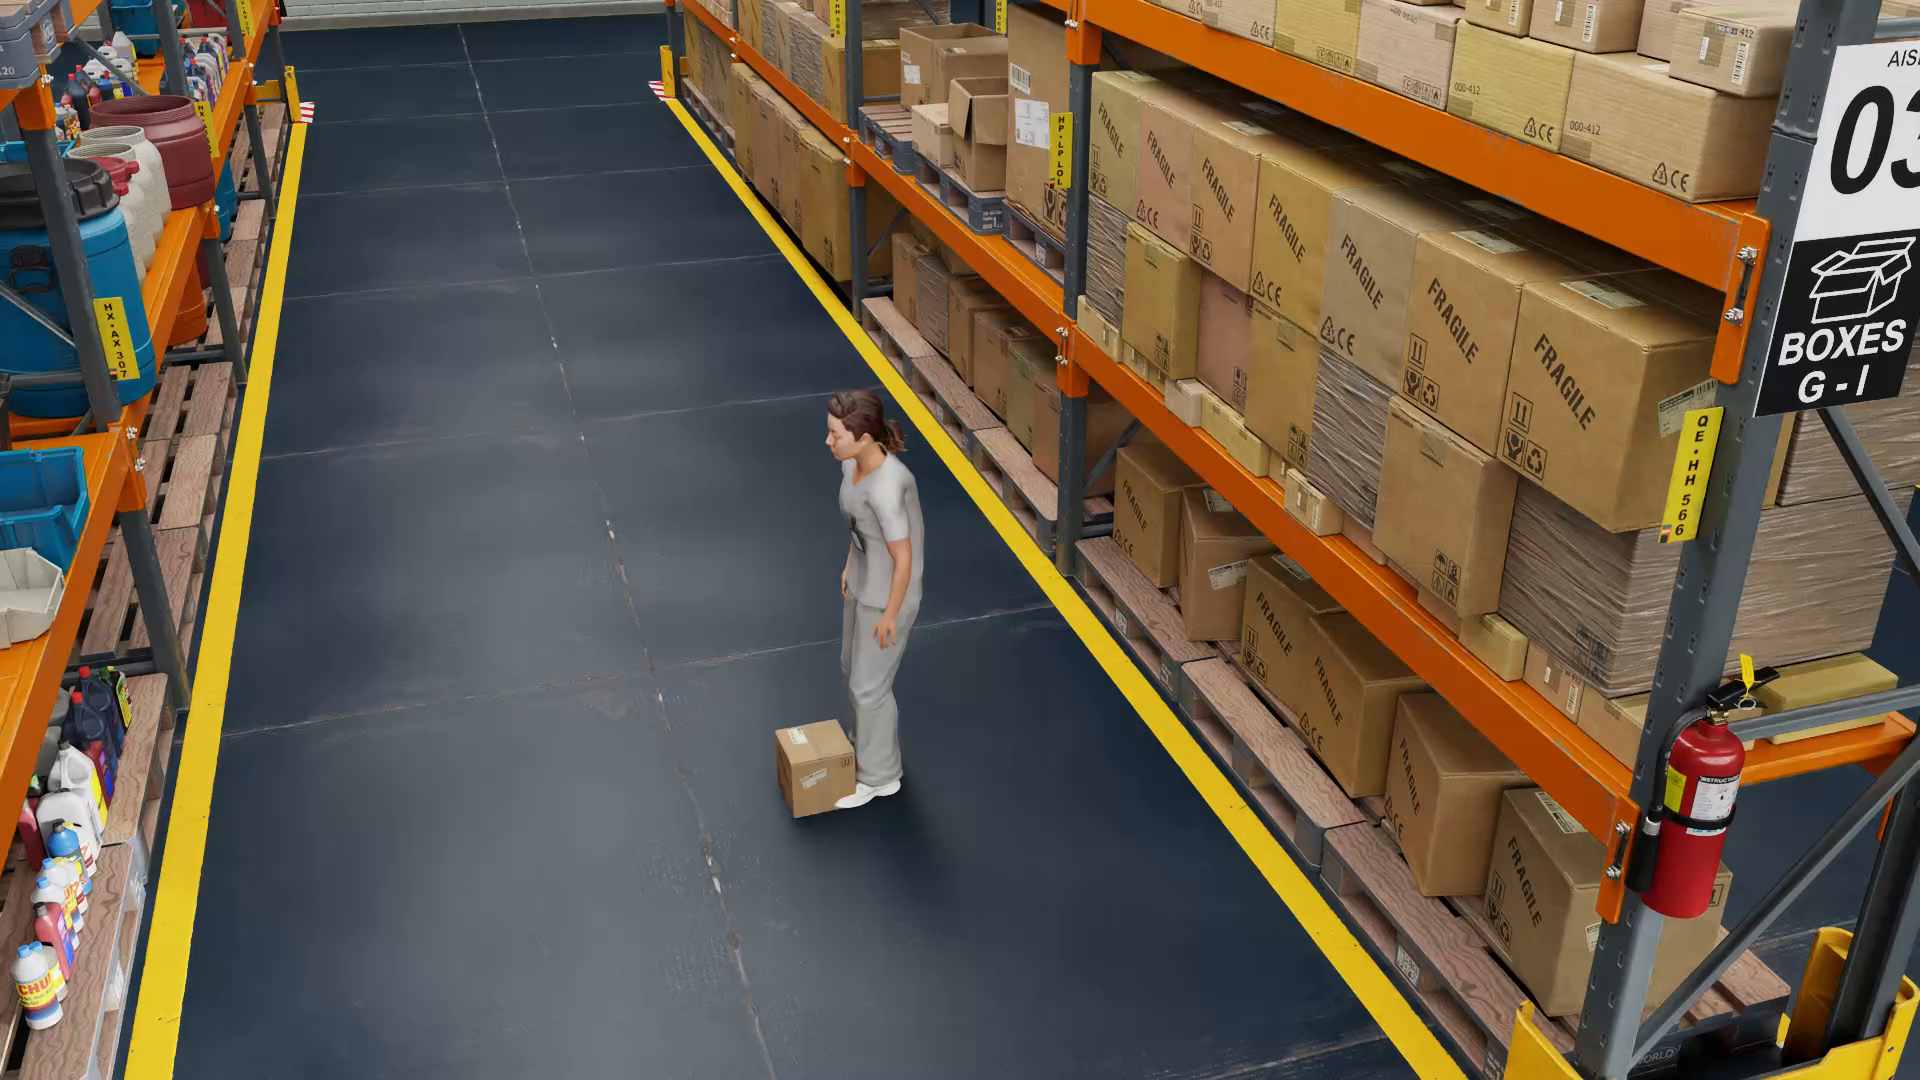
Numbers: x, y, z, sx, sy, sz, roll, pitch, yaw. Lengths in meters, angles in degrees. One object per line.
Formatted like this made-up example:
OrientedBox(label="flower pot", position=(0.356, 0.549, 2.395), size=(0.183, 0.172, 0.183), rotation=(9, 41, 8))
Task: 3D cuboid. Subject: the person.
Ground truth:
OrientedBox(label="person", position=(-0.351, 0.213, 6.196), size=(0.416, 1.666, 0.496), rotation=(-9, 28, -18))
